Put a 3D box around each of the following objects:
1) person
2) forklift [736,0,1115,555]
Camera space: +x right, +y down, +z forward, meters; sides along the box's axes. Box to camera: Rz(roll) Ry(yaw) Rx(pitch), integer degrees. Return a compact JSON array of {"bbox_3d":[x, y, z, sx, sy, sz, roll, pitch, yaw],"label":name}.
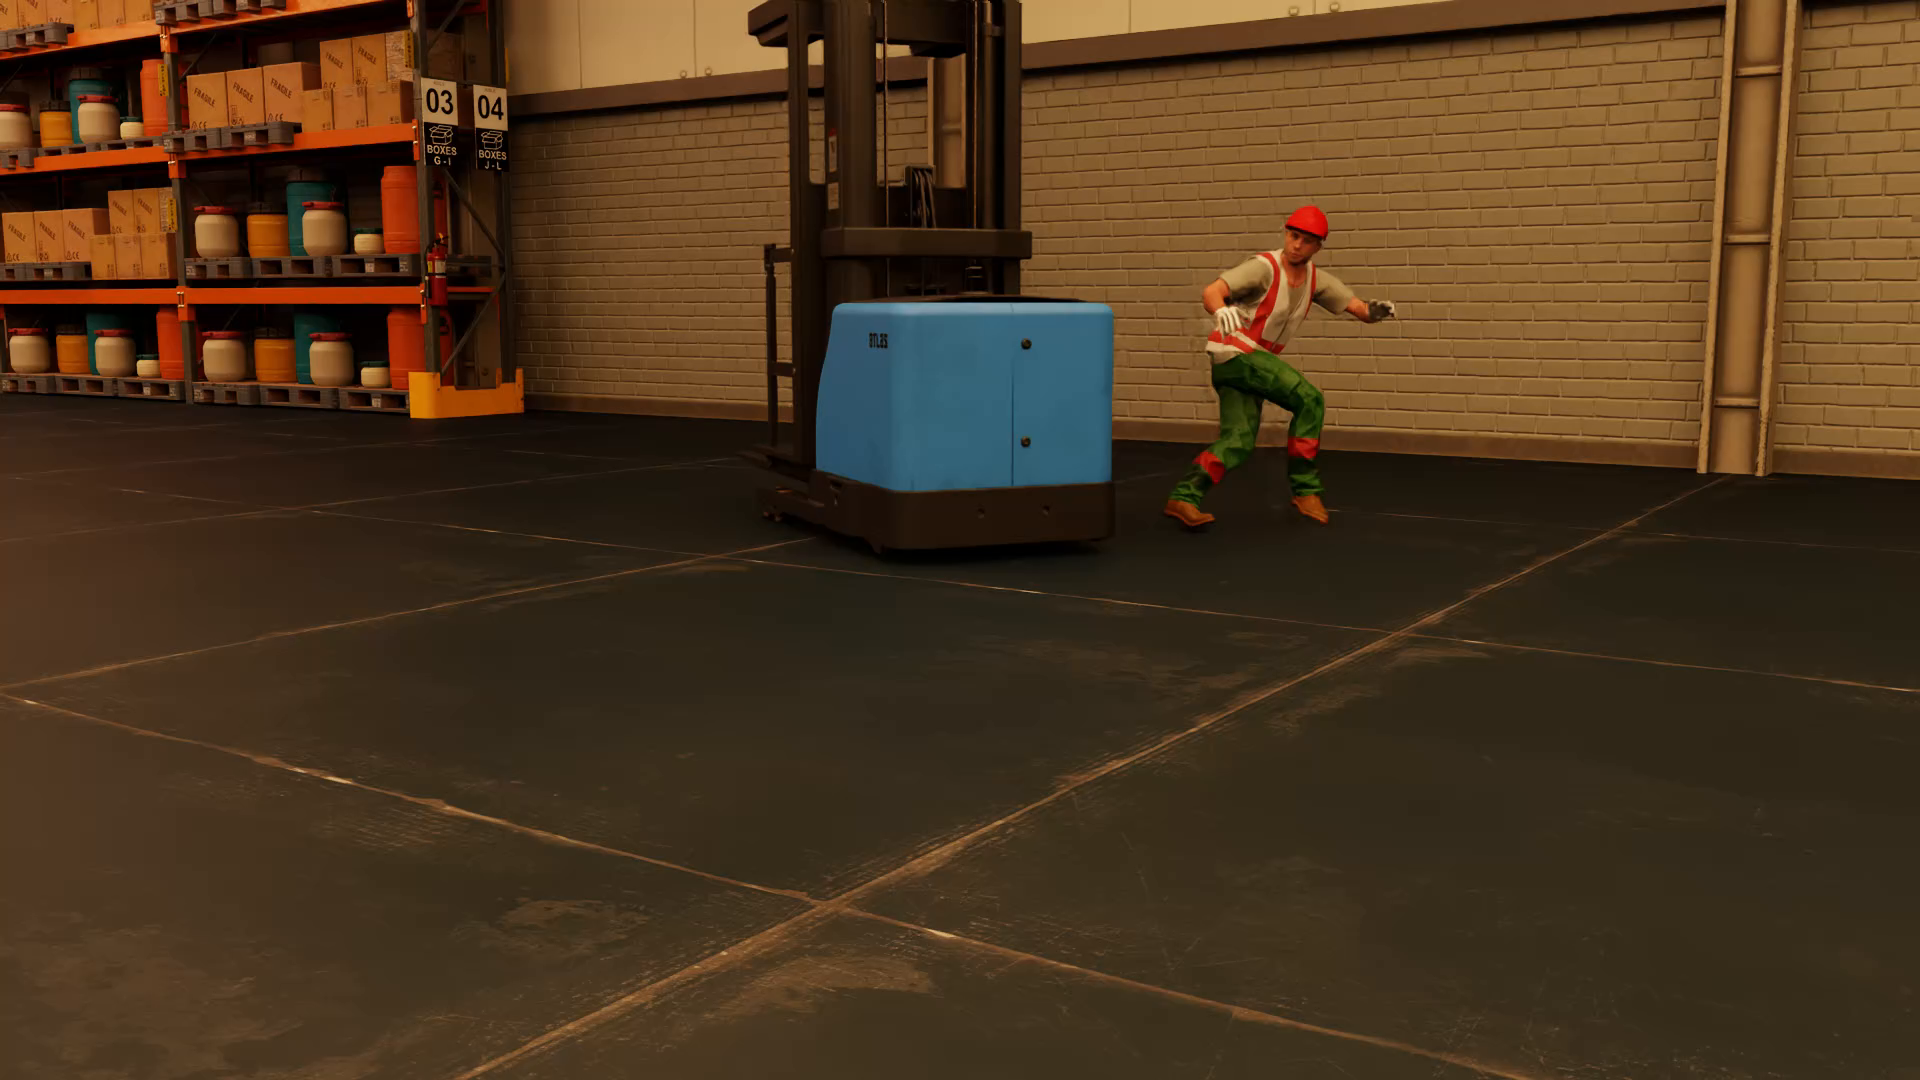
[{"bbox_3d":[1.555,-0.833,7.952,0.946,1.517,1.000,5,10,32],"label":"person"},{"bbox_3d":[-0.378,-1.558,8.153,1.130,2.935,3.031,-3,9,-23],"label":"forklift"}]
